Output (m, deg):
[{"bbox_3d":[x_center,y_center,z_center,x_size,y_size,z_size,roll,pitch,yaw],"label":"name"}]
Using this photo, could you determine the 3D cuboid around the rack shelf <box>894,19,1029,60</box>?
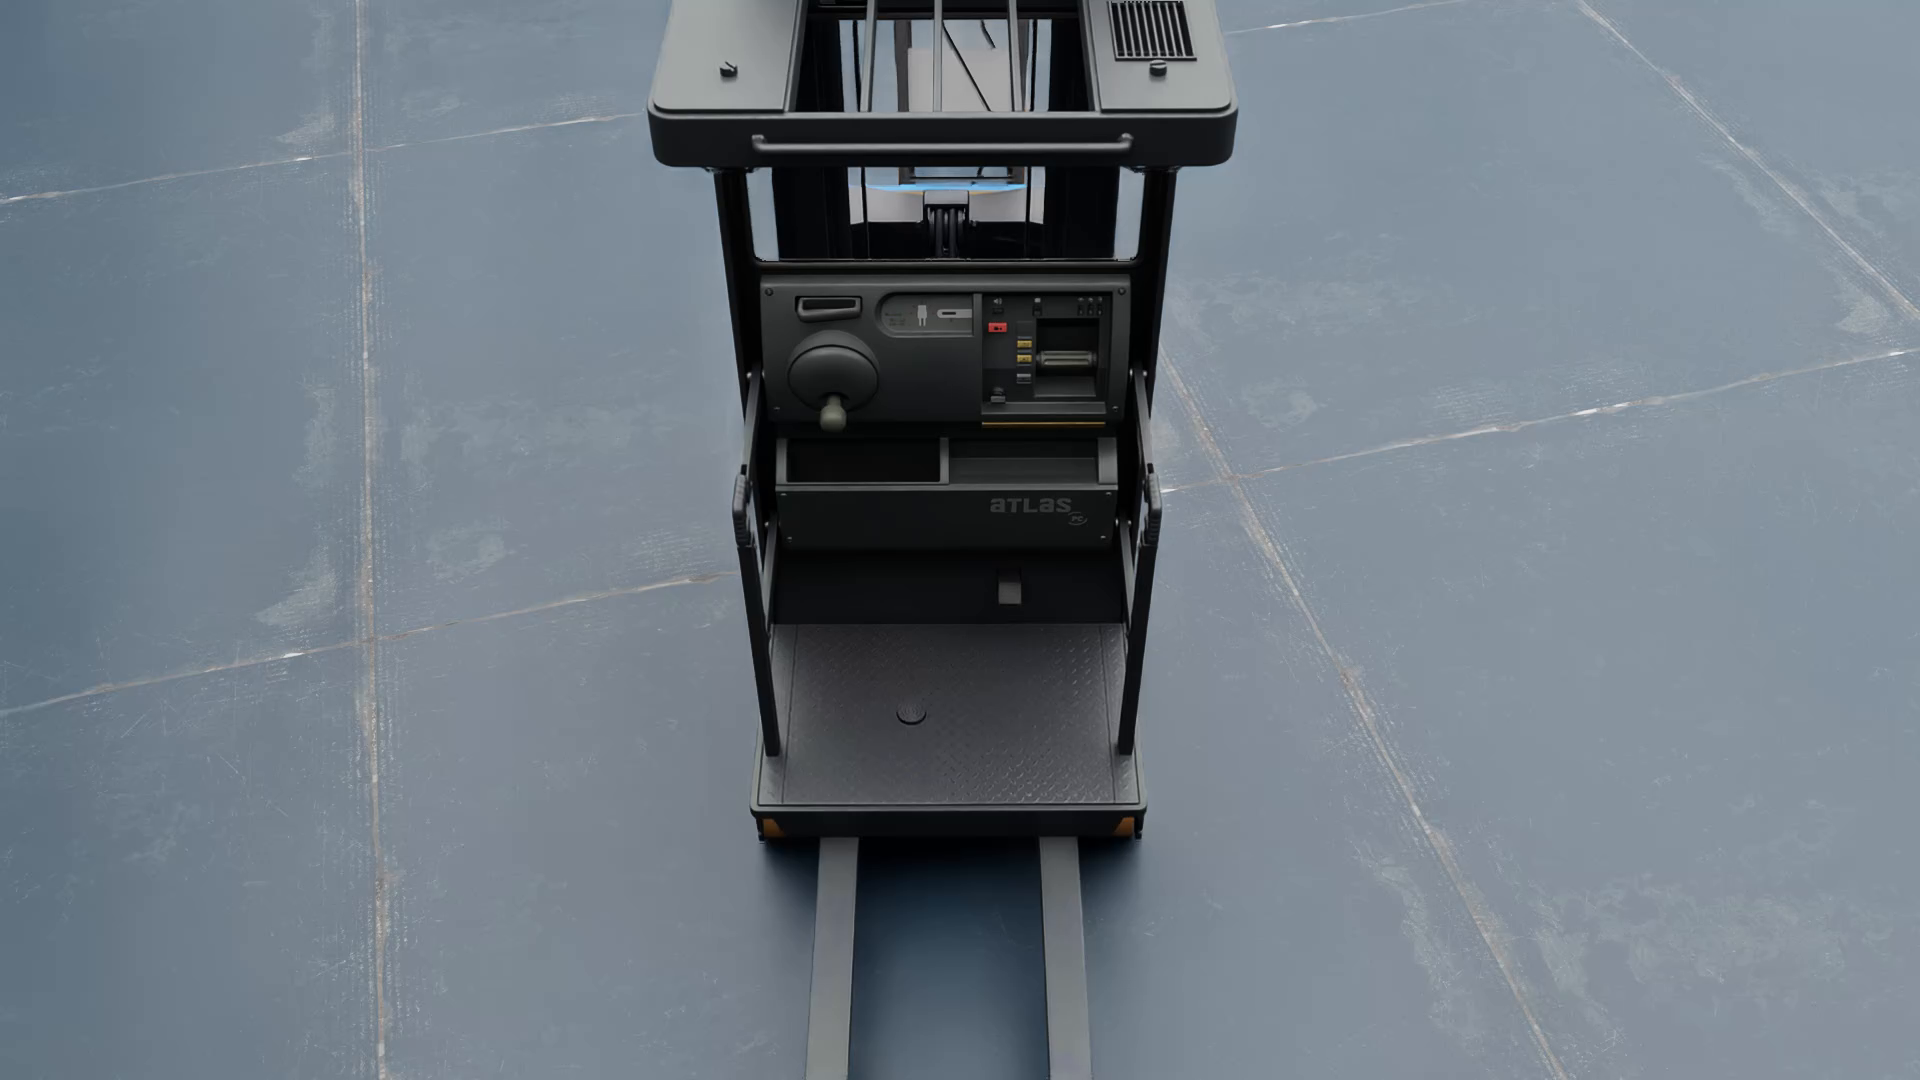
[{"bbox_3d":[0.004,-1.836,5.118,0.431,0.518,0.480,0,46,0],"label":"rack shelf"}]

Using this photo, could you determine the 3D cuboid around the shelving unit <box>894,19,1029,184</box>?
[{"bbox_3d":[0.004,-1.355,5.608,0.431,2.100,0.503,0,46,0],"label":"shelving unit"}]

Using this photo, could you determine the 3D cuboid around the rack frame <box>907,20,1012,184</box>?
[{"bbox_3d":[0.003,-1.530,5.779,0.400,2.100,0.015,0,46,0],"label":"rack frame"}]

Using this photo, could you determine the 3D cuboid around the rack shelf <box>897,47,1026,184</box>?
[{"bbox_3d":[0.004,-1.346,5.618,0.431,0.518,0.480,0,46,0],"label":"rack shelf"}]

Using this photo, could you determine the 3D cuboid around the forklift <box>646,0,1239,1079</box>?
[{"bbox_3d":[-0.033,-0.379,4.069,1.130,2.935,3.031,0,46,0],"label":"forklift"}]

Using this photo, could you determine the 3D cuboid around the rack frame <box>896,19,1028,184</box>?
[{"bbox_3d":[0.005,-1.181,5.437,0.400,2.100,0.015,0,46,0],"label":"rack frame"}]
